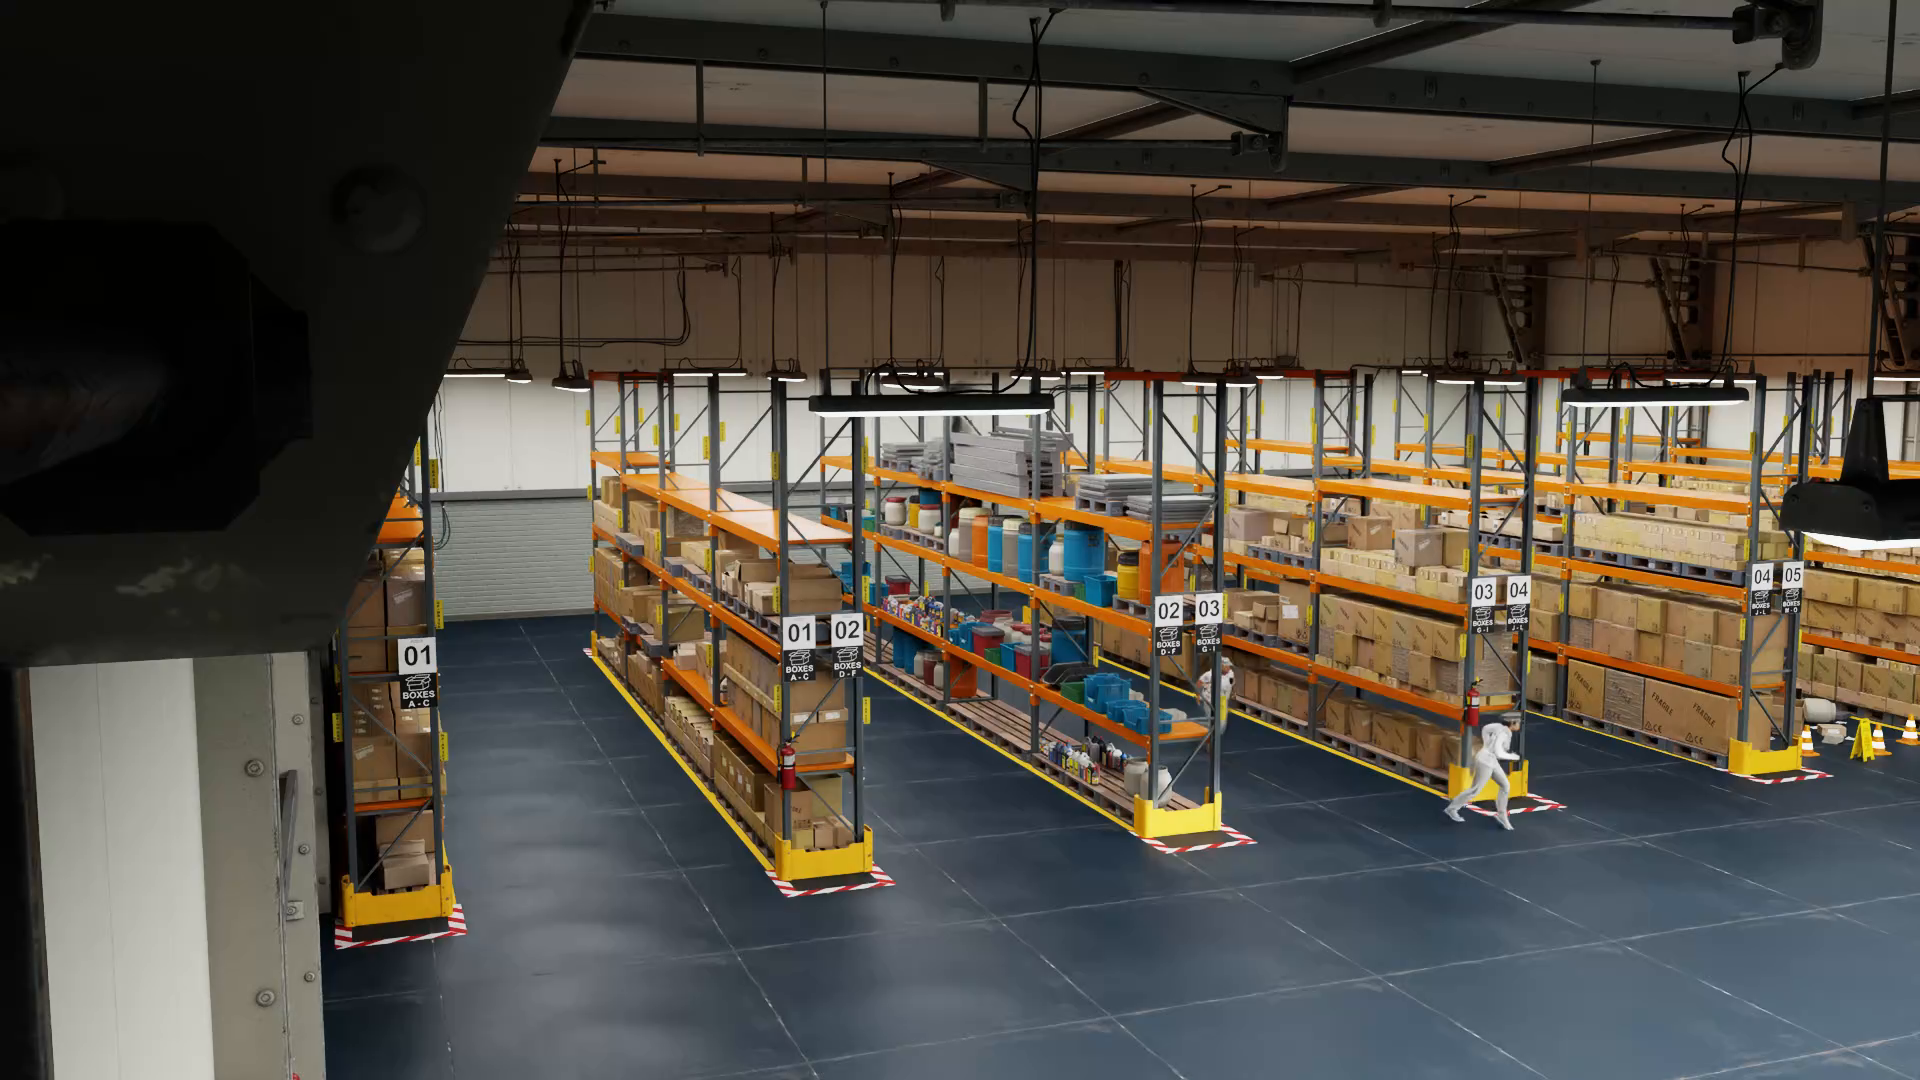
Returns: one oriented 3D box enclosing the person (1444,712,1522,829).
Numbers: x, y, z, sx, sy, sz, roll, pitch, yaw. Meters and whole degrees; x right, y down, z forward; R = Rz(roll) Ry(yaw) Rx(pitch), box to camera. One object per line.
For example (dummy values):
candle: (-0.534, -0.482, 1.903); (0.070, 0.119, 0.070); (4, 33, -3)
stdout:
person: (7.041, 3.087, 22.338); (0.922, 1.622, 0.657); (2, 7, 14)

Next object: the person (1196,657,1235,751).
person: (4.081, 2.620, 26.392); (0.596, 1.598, 0.701); (-4, 7, -29)

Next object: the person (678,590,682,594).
person: (-5.970, 1.483, 35.836); (0.568, 1.730, 0.672); (6, 9, 42)
